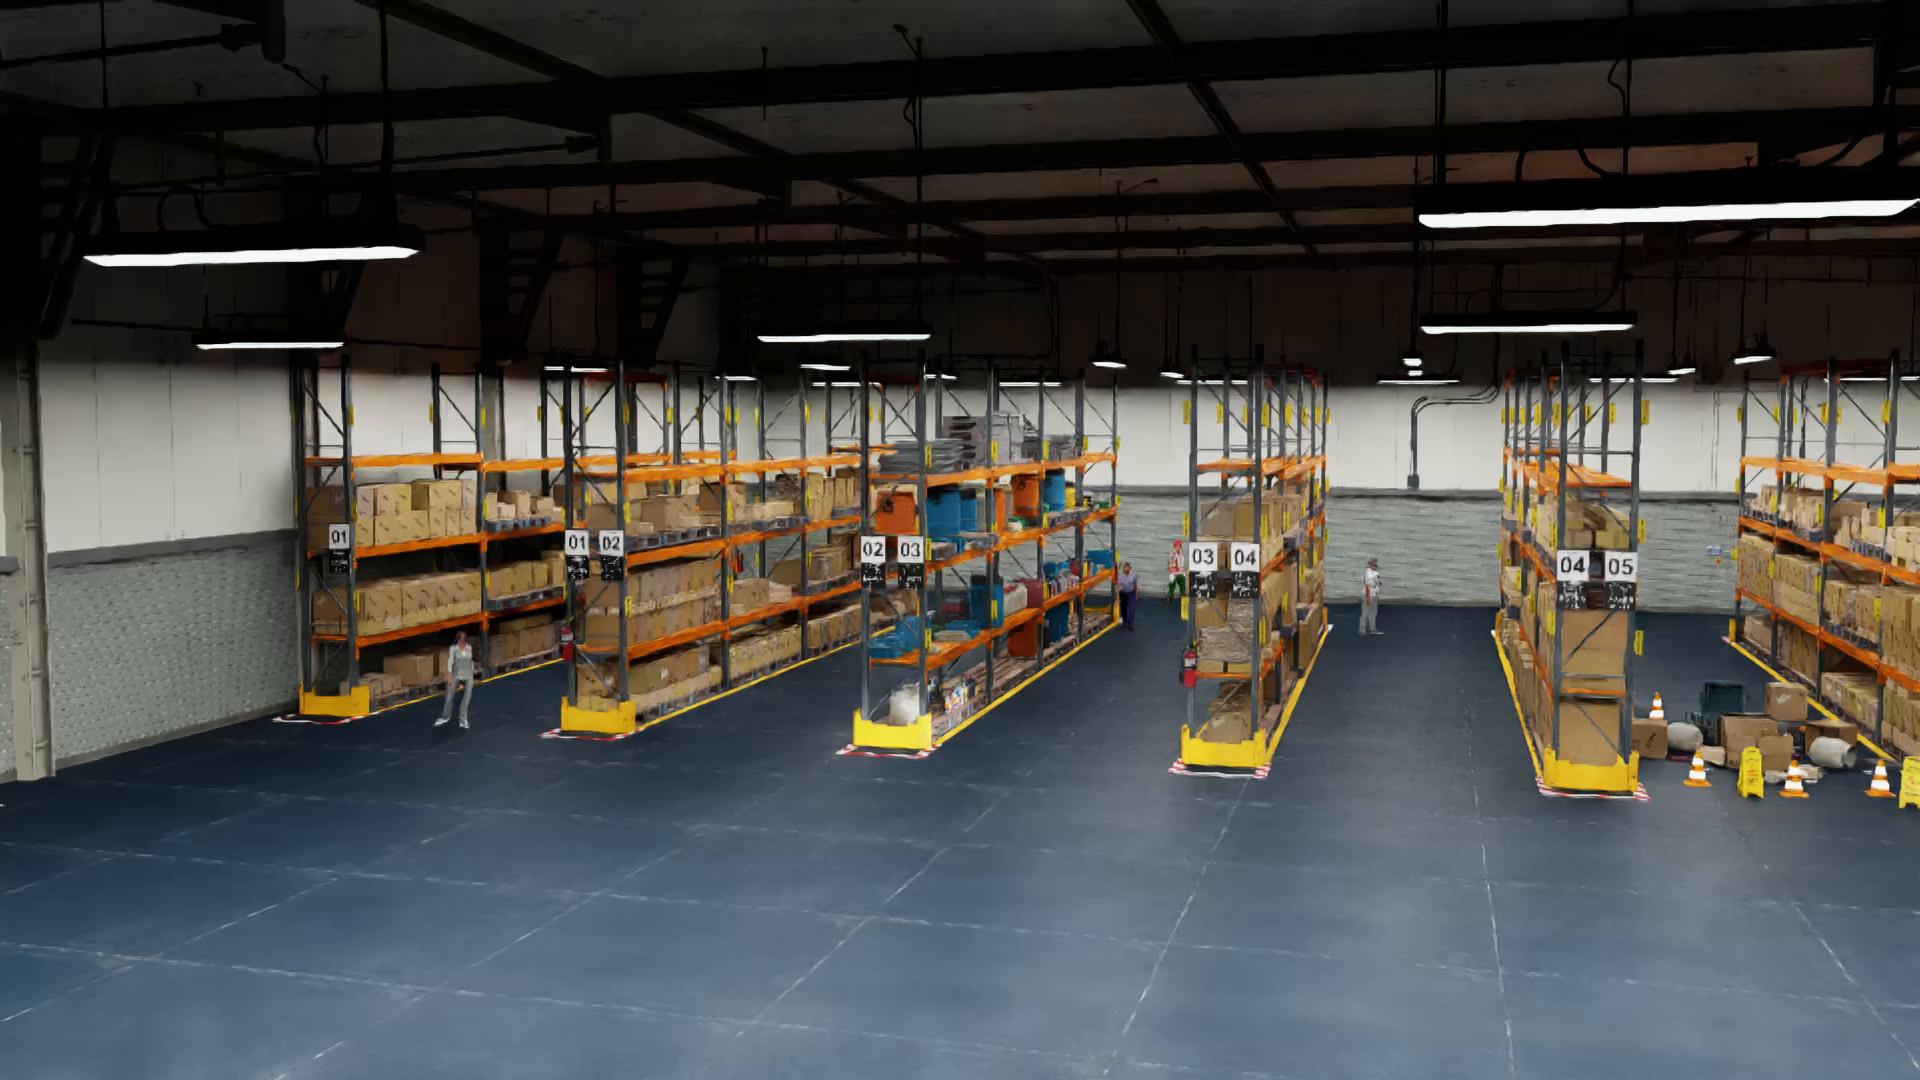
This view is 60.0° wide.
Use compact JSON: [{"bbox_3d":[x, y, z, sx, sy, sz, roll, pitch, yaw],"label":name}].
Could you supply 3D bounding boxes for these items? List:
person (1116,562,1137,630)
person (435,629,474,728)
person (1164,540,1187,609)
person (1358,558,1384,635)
[{"bbox_3d":[3.886,1.292,38.848,0.481,1.565,1.091,1,4,13],"label":"person"},{"bbox_3d":[-8.088,2.217,26.601,0.600,1.586,0.472,-2,5,-30],"label":"person"},{"bbox_3d":[5.627,0.890,42.787,0.722,1.780,0.568,-3,5,-34],"label":"person"},{"bbox_3d":[9.350,1.285,37.836,0.513,1.750,0.651,2,5,23],"label":"person"}]
